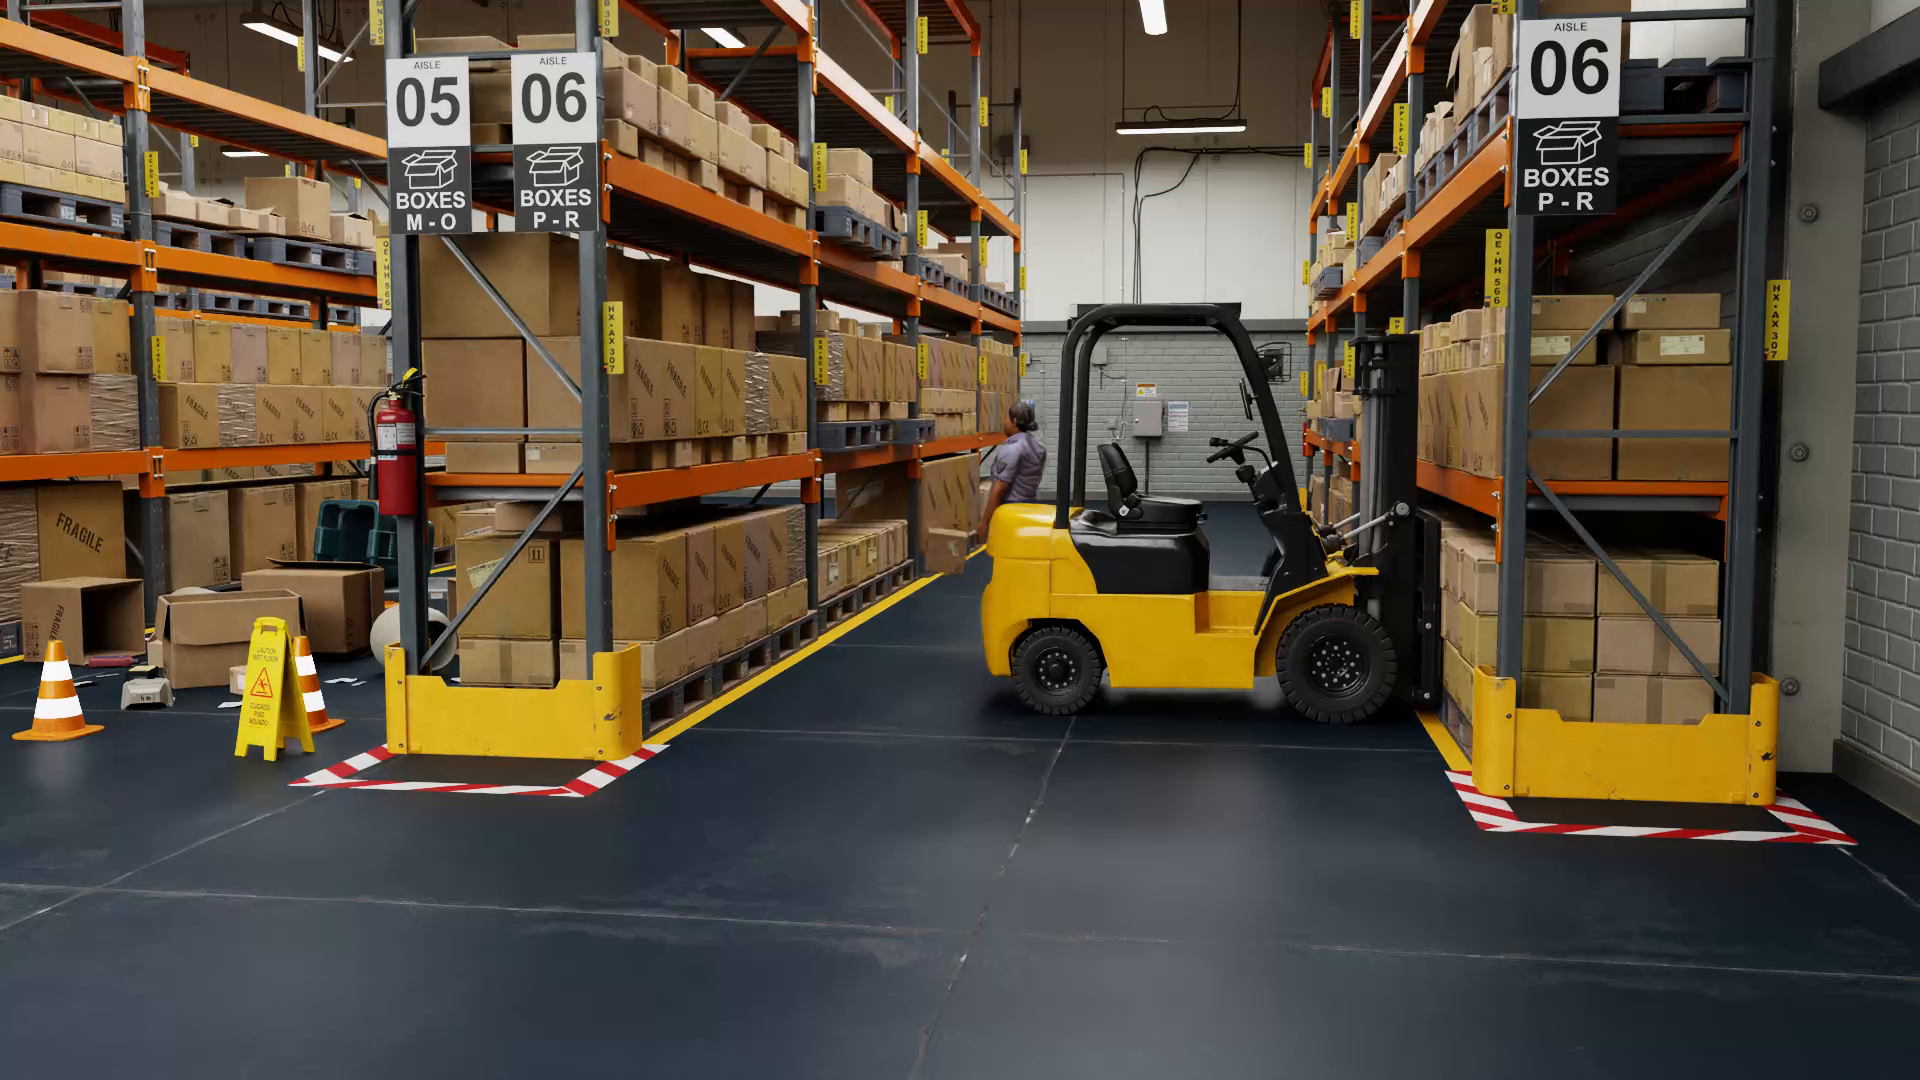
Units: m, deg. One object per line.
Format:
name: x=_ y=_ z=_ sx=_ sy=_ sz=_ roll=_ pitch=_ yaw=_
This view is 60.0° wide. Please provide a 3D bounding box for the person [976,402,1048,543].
person: x=0.301 y=-0.081 z=10.907 sx=0.519 sy=1.647 sz=0.526 roll=3 pitch=5 yaw=31
